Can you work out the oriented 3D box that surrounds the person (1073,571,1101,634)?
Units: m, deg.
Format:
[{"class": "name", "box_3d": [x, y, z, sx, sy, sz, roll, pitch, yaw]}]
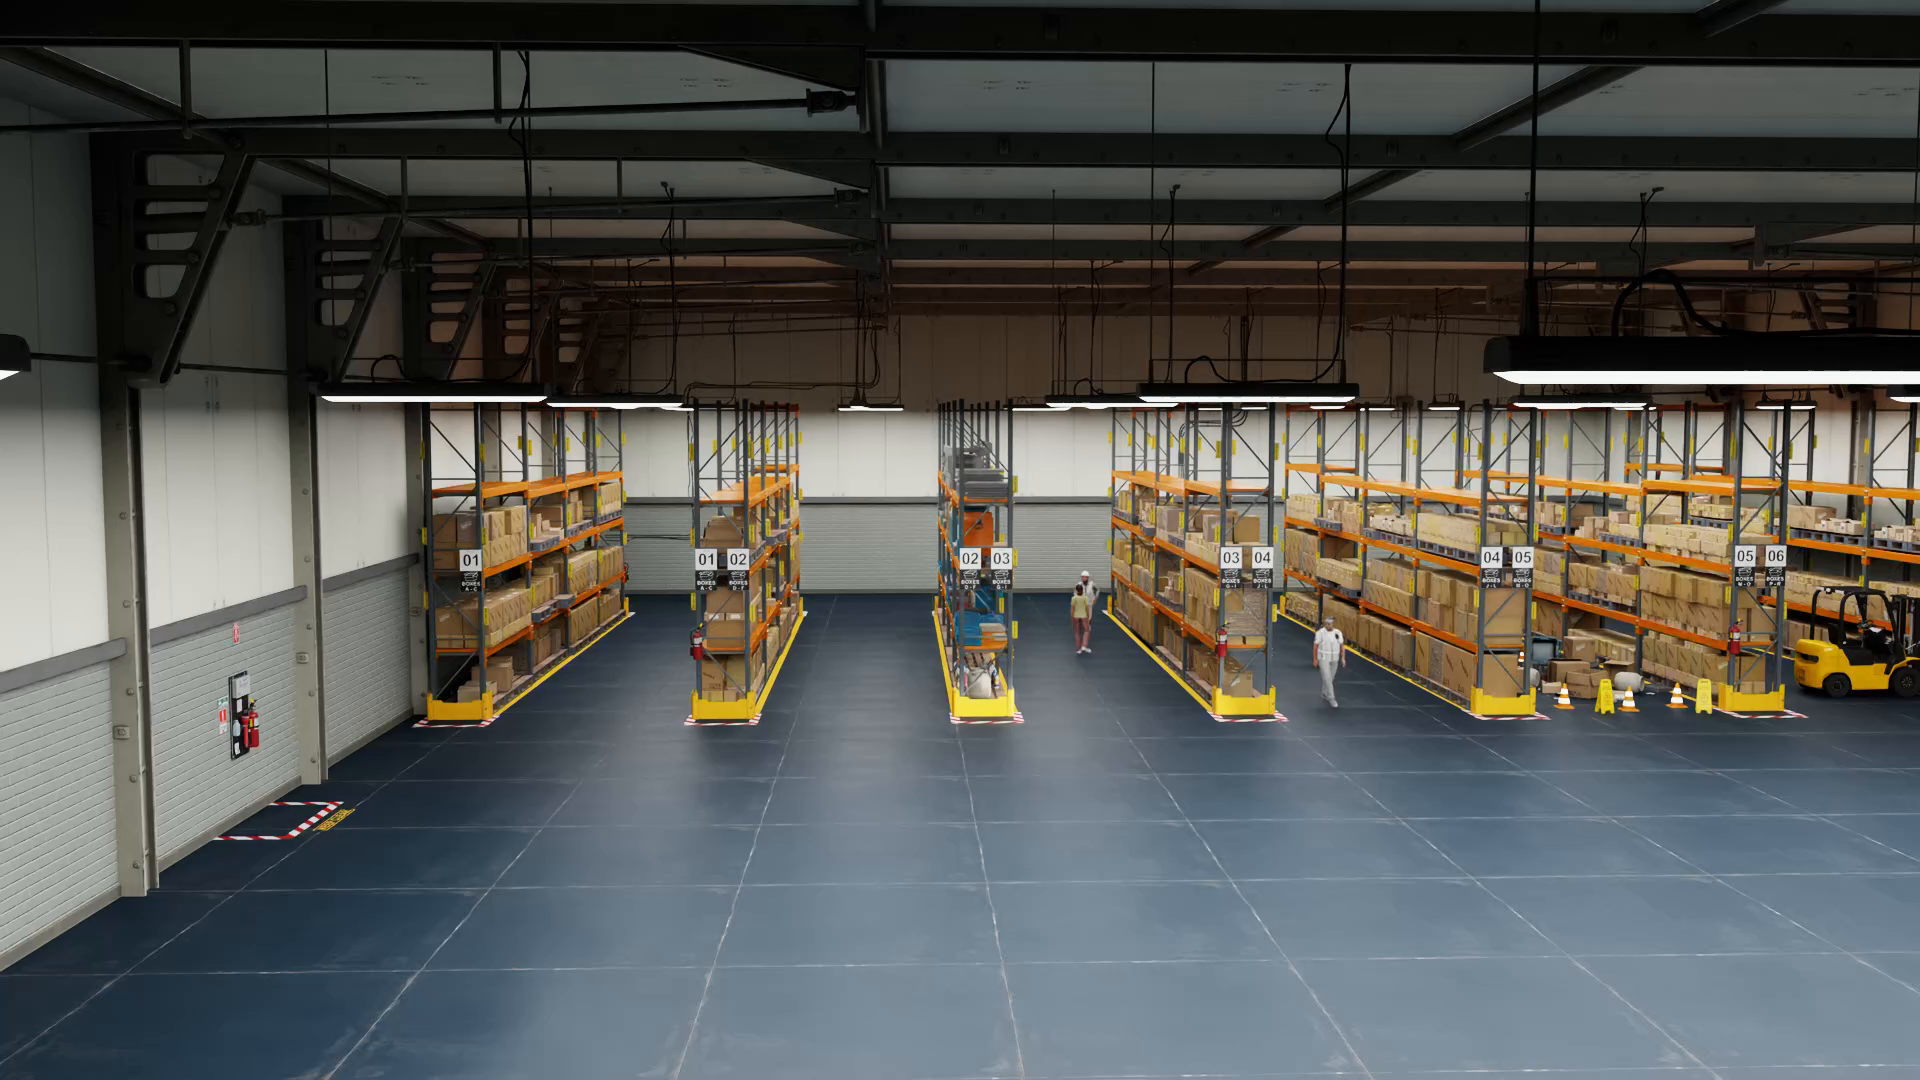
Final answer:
[{"class": "person", "box_3d": [3.278, 1.624, 42.915, 0.700, 1.685, 0.717, 1, 4, 7]}]

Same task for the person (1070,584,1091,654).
[{"class": "person", "box_3d": [2.876, 1.886, 39.639, 0.494, 1.669, 0.534, 0, 4, 1]}]

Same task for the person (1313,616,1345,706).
[{"class": "person", "box_3d": [7.300, 2.353, 32.768, 0.563, 1.720, 0.923, -1, 4, -11]}]
